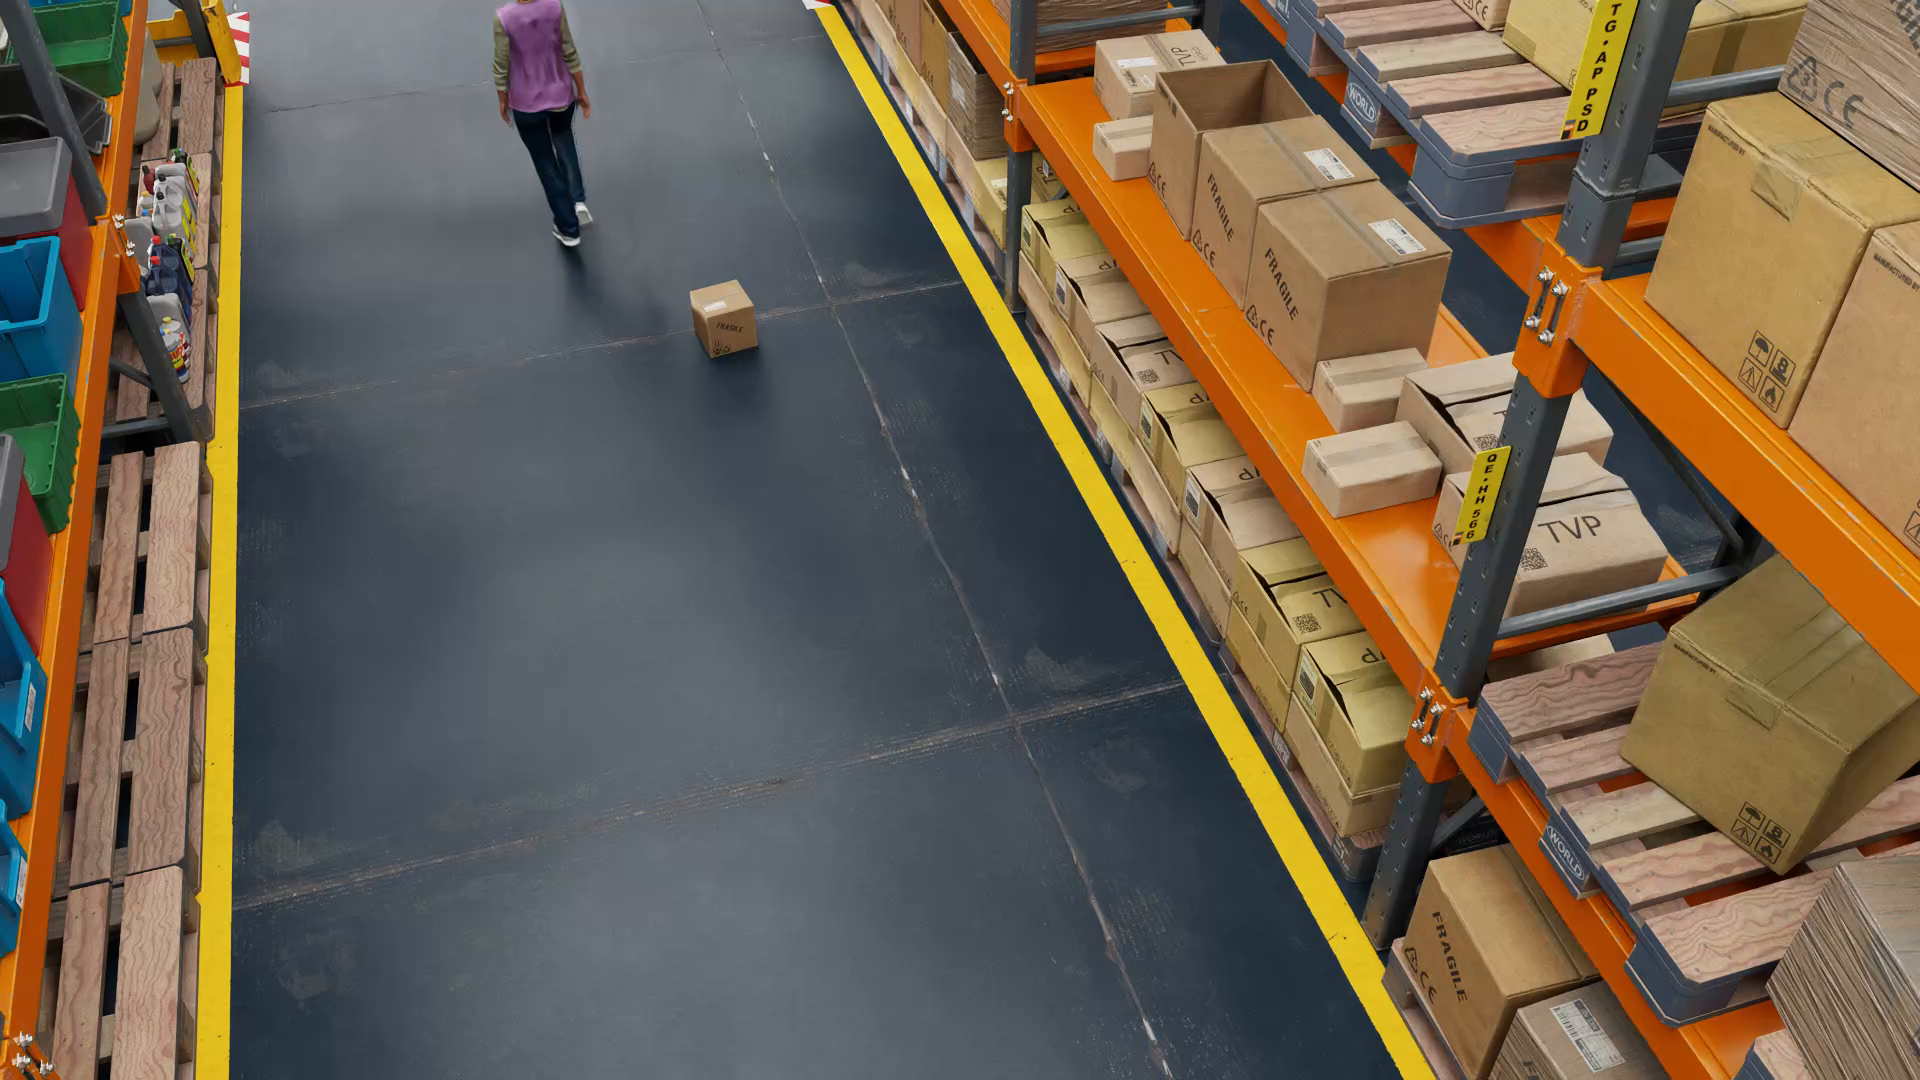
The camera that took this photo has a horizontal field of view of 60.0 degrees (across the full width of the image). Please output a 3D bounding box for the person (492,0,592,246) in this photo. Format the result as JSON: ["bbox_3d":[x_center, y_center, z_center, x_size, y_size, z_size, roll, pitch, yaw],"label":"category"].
[{"bbox_3d":[-2.167,-2.274,8.591,0.447,1.609,0.446,-24,48,-23],"label":"person"}]
